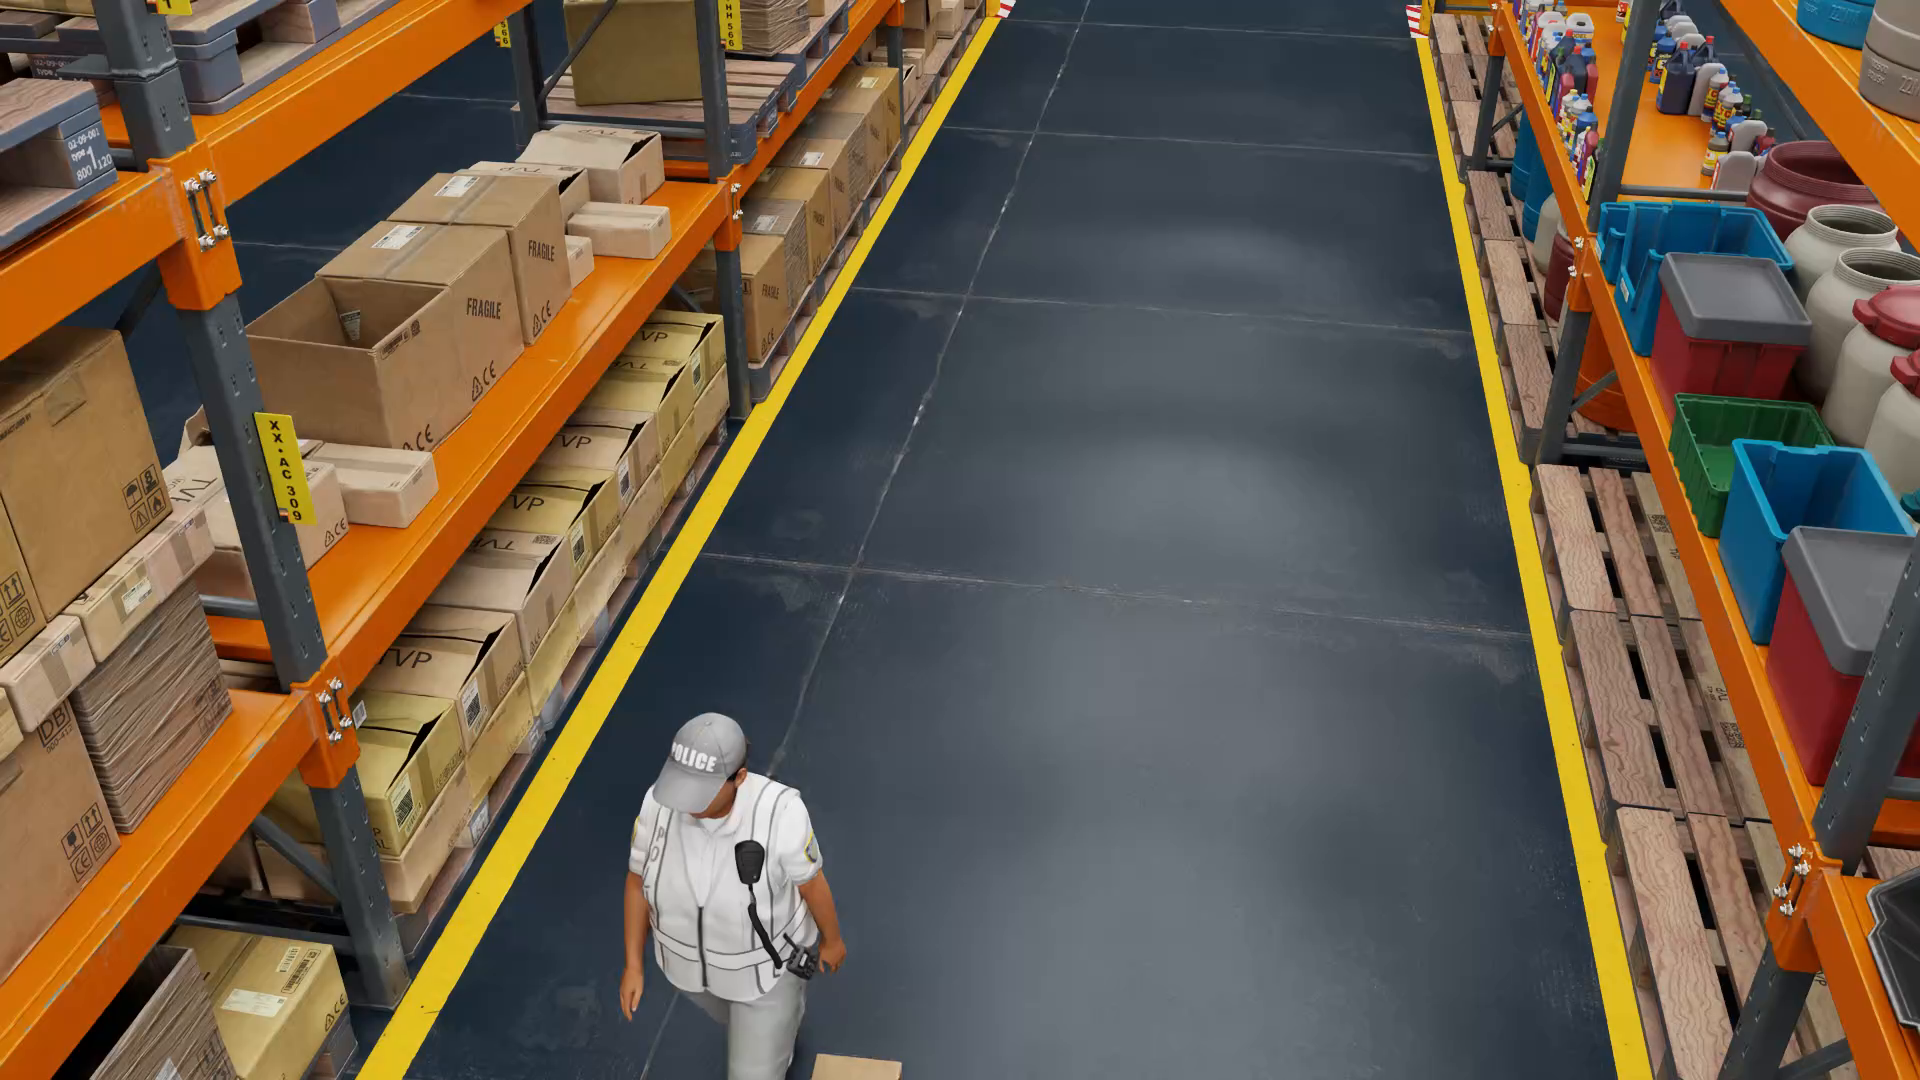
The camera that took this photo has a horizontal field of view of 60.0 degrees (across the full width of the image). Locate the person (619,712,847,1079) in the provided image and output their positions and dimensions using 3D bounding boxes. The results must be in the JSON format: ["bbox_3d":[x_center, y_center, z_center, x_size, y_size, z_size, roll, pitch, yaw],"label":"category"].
[{"bbox_3d":[-0.621,1.107,4.414,0.523,1.607,1.036,10,34,15],"label":"person"}]
